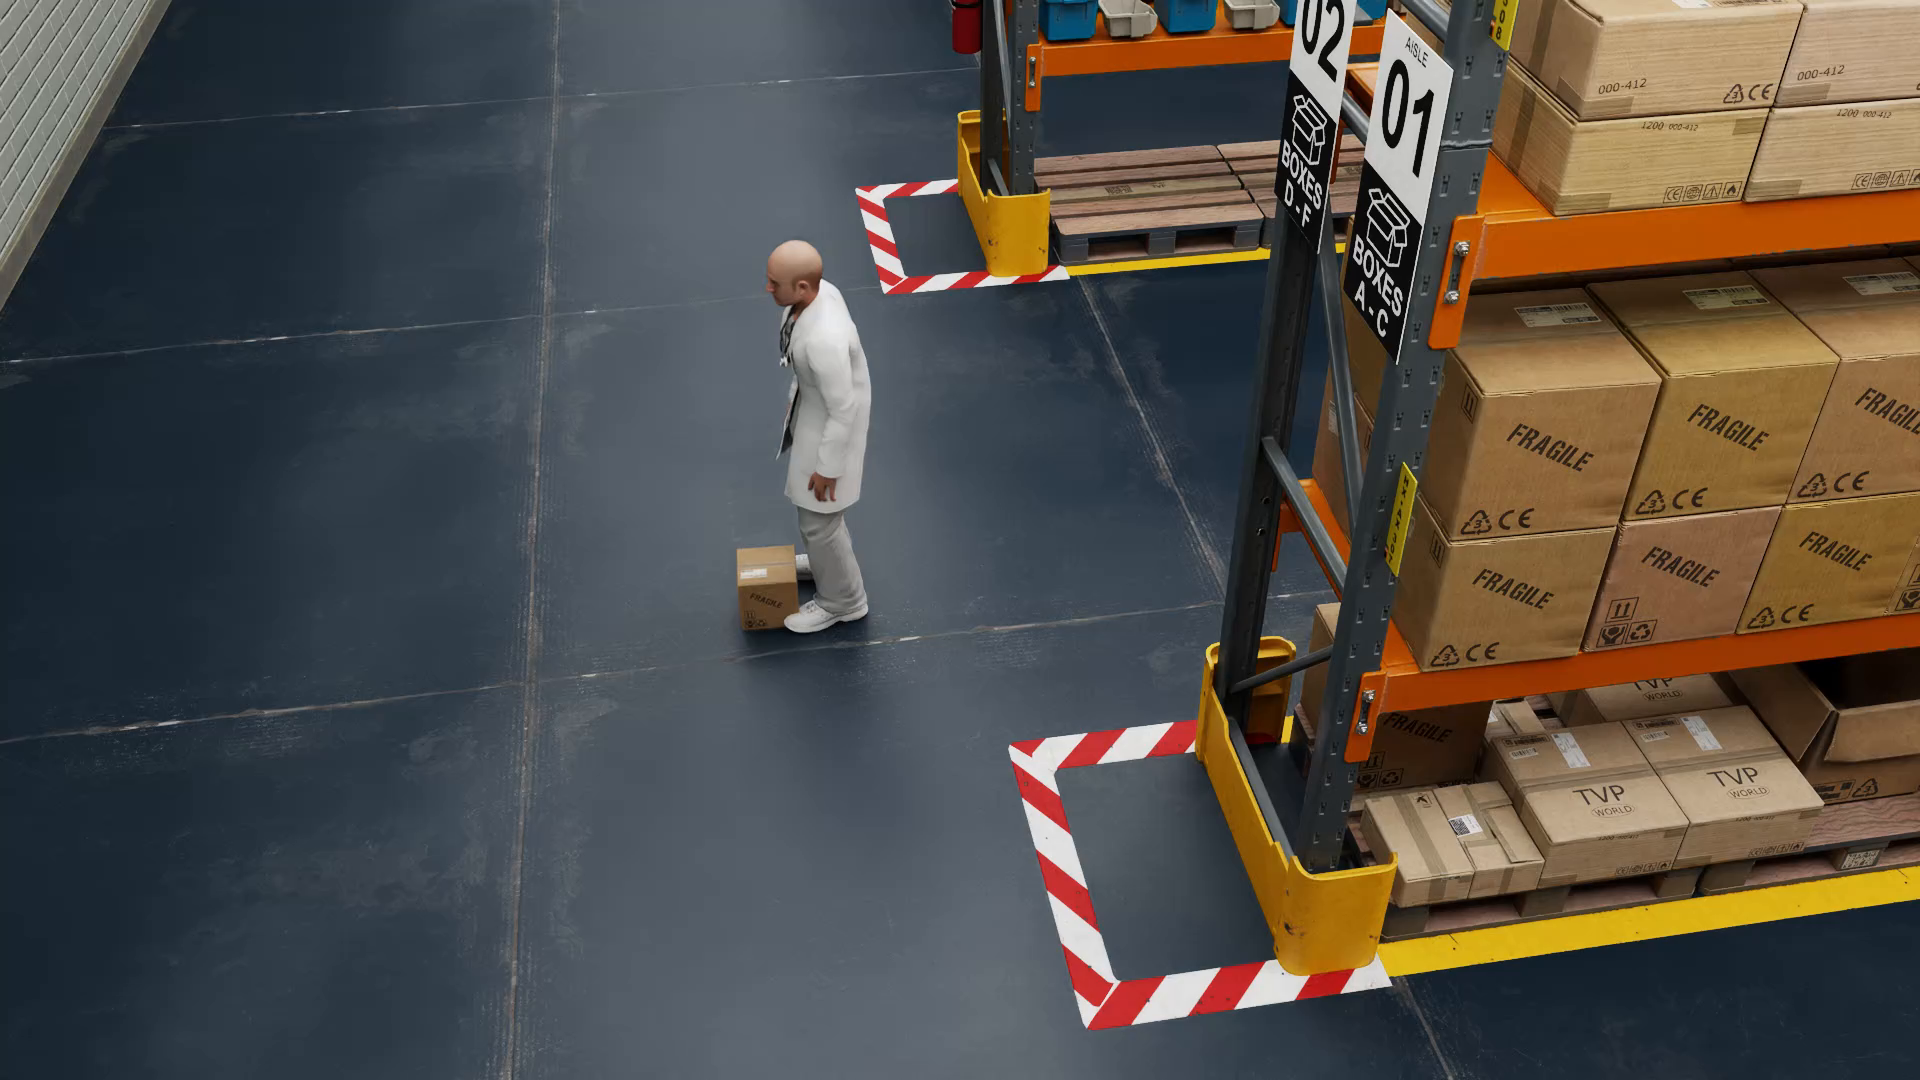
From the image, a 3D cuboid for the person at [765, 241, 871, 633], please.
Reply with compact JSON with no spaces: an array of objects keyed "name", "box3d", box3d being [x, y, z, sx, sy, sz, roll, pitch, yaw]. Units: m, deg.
[{"name":"person","box3d":[-0.572,-0.418,6.698,0.429,1.772,0.649,-9,39,-11]}]
